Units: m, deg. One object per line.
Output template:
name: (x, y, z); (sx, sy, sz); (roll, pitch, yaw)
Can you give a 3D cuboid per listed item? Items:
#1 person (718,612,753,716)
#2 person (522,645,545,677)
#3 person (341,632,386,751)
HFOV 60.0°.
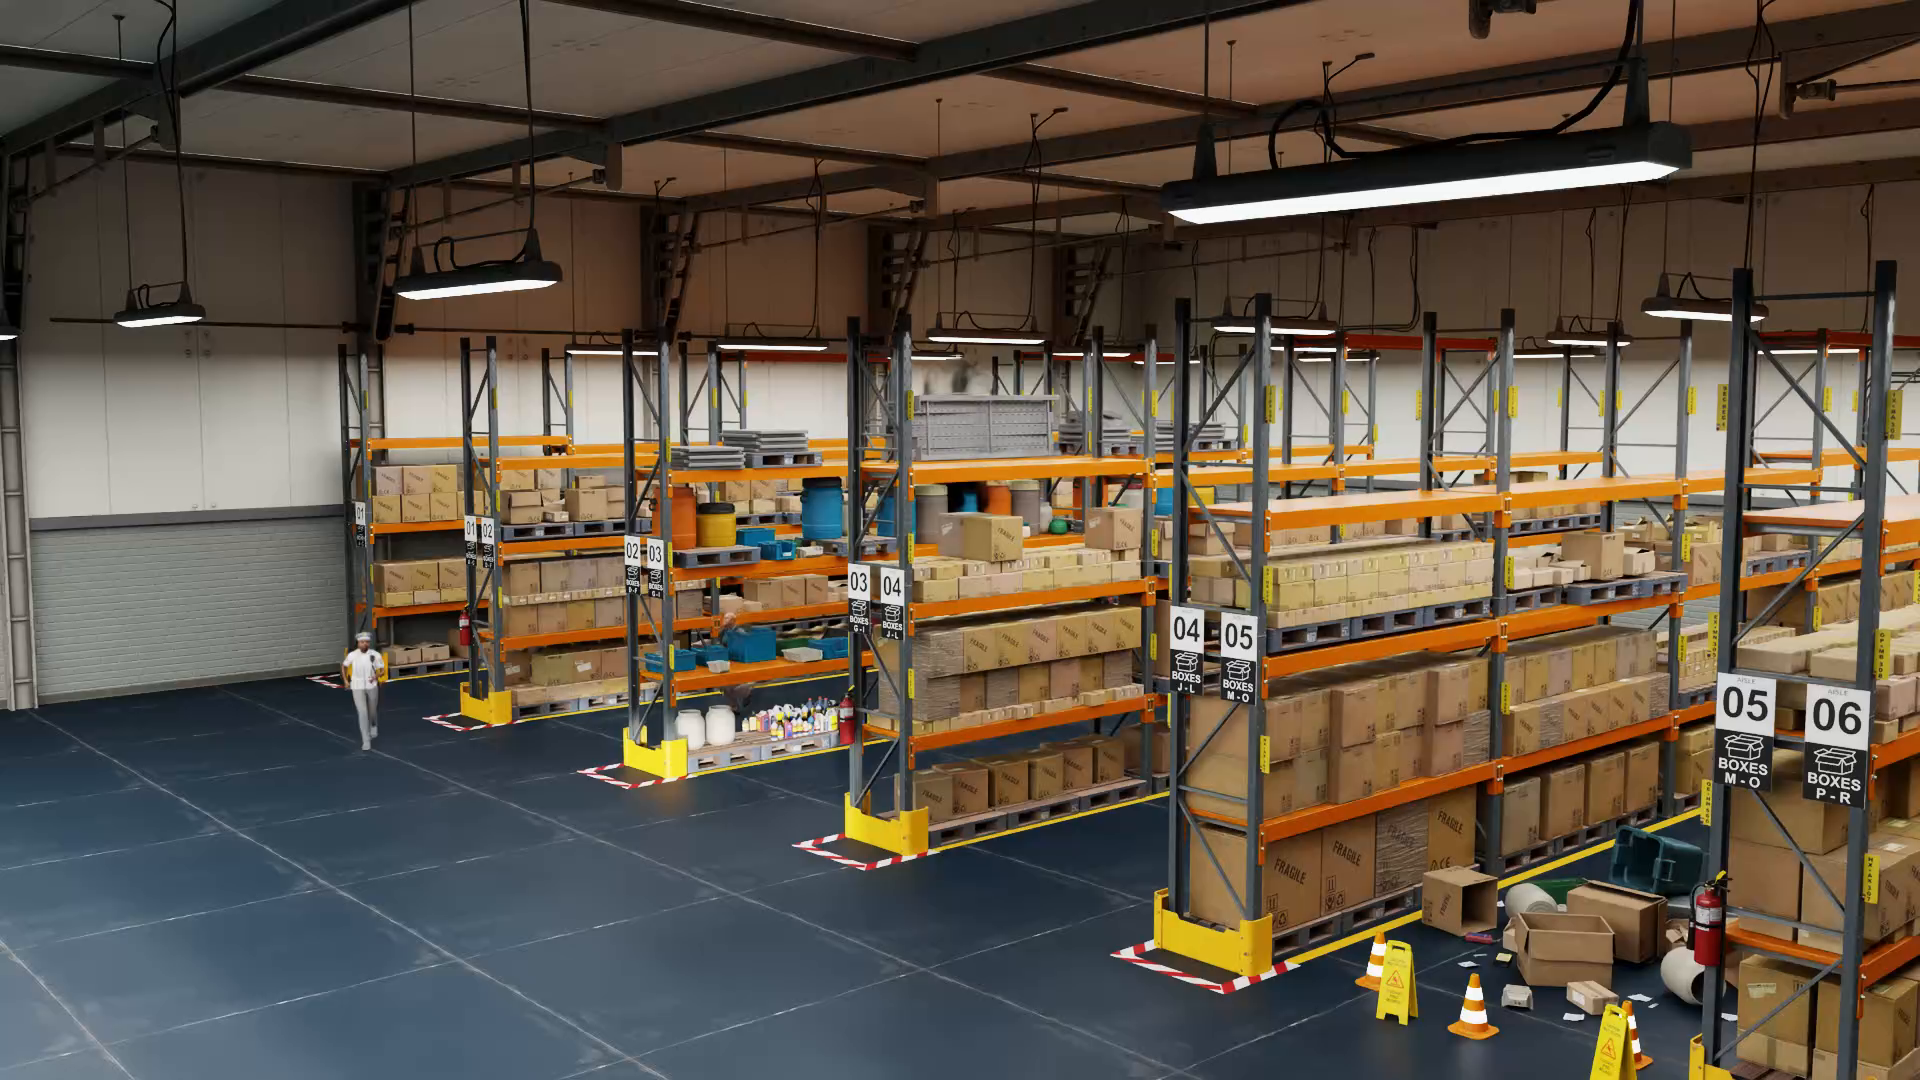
person: (-3.578, 1.981, 26.293); (0.674, 1.686, 0.654); (4, 7, 40)
person: (-7.273, 1.752, 28.476); (0.659, 1.737, 0.739); (-5, 7, -42)
person: (-8.656, 2.159, 24.165); (0.607, 1.671, 0.899); (-2, 6, -21)
